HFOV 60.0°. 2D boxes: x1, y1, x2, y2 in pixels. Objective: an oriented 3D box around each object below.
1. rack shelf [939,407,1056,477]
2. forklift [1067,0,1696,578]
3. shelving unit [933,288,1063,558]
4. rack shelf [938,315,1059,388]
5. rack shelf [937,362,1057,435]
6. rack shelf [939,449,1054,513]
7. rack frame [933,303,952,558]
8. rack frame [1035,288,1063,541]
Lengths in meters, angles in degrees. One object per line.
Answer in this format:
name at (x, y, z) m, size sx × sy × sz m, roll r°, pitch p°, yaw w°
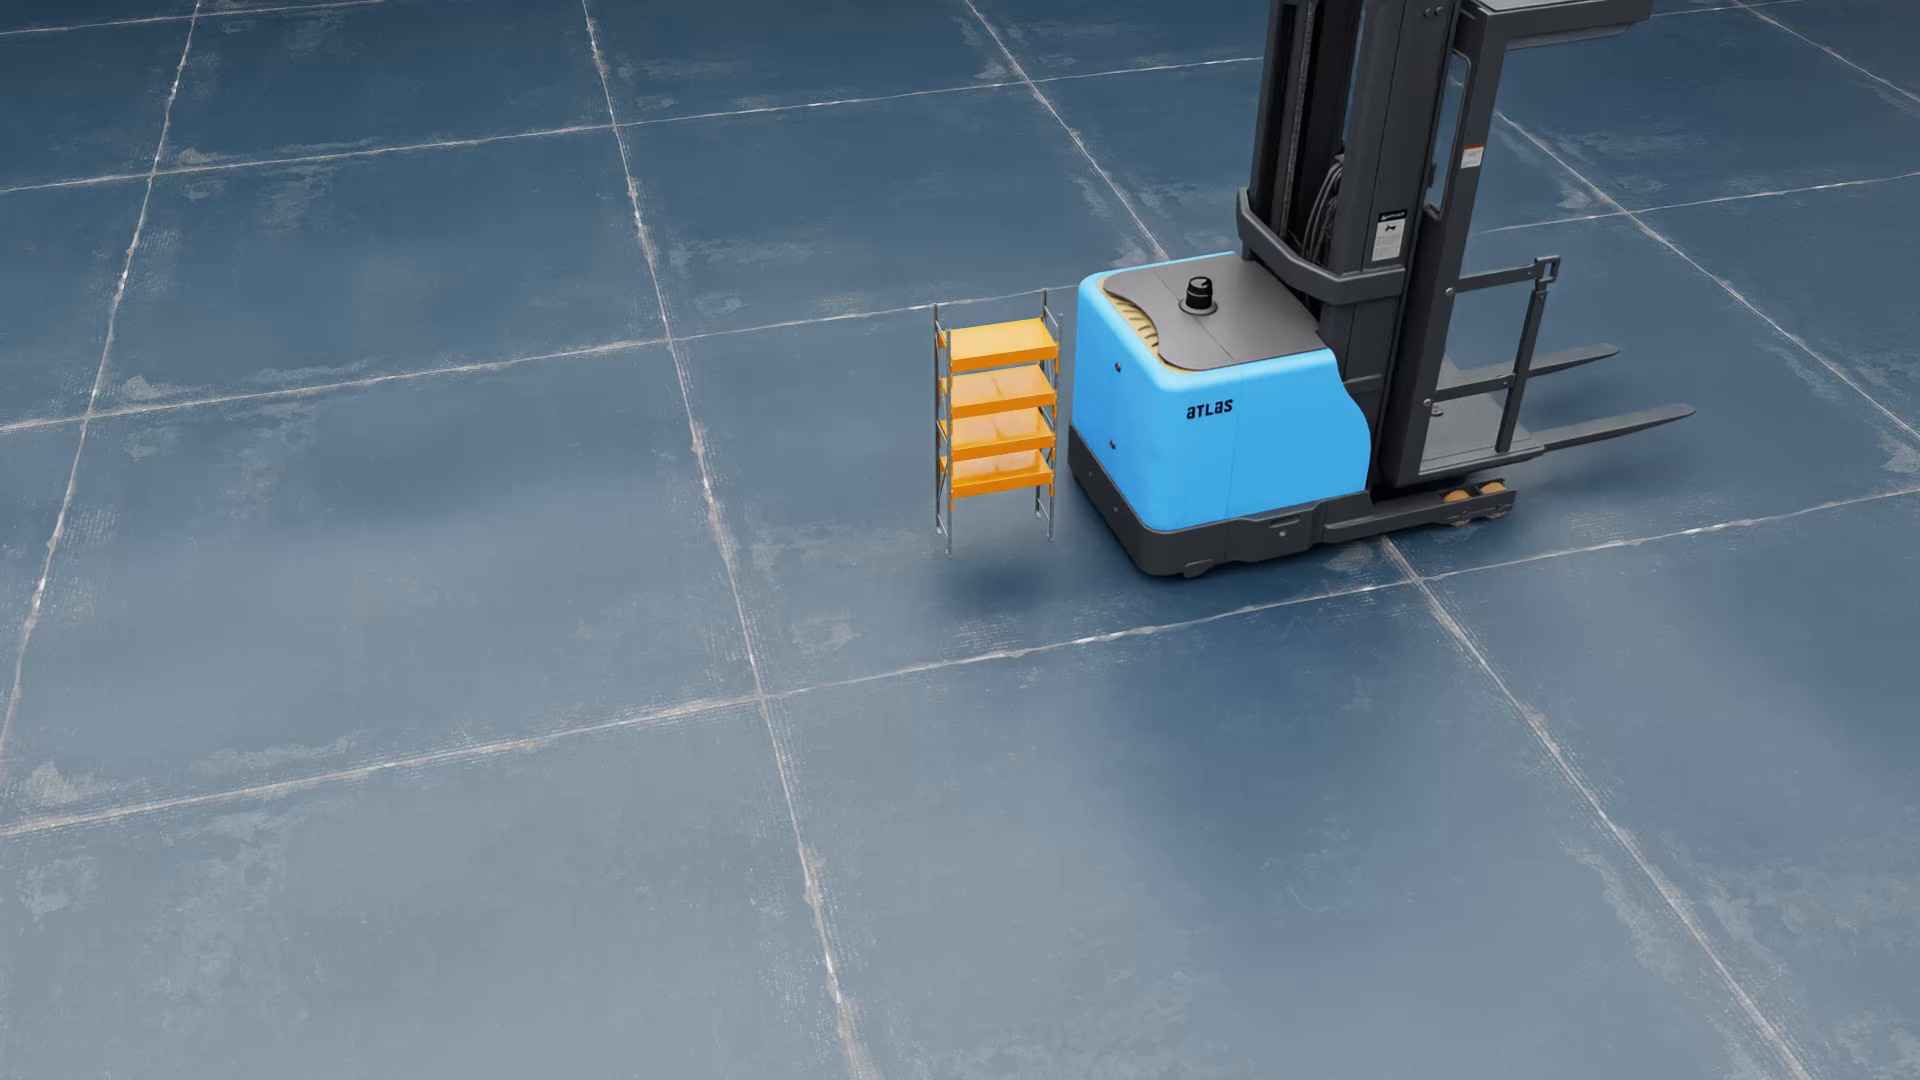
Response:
rack shelf at (0.160, -0.449, 7.461) m, size 0.480 × 0.148 × 0.258 m, roll -9°, pitch 38°, yaw -12°
forklift at (2.099, -1.524, 7.330) m, size 3.031 × 2.935 × 1.130 m, roll -12°, pitch 39°, yaw -15°
shelving unit at (0.160, -0.503, 7.420) m, size 0.503 × 1.200 × 0.258 m, roll -9°, pitch 38°, yaw -12°
rack shelf at (0.160, -0.815, 7.181) m, size 0.480 × 0.148 × 0.258 m, roll -9°, pitch 38°, yaw -12°
rack shelf at (0.160, -0.627, 7.325) m, size 0.480 × 0.148 × 0.258 m, roll -9°, pitch 38°, yaw -12°
rack shelf at (0.160, -0.292, 7.581) m, size 0.480 × 0.148 × 0.258 m, roll -9°, pitch 38°, yaw -12°
rack frame at (-0.076, -0.464, 7.369) m, size 0.015 × 1.200 × 0.240 m, roll -9°, pitch 38°, yaw -12°
rack frame at (0.395, -0.541, 7.470) m, size 0.015 × 1.200 × 0.240 m, roll -9°, pitch 38°, yaw -12°
